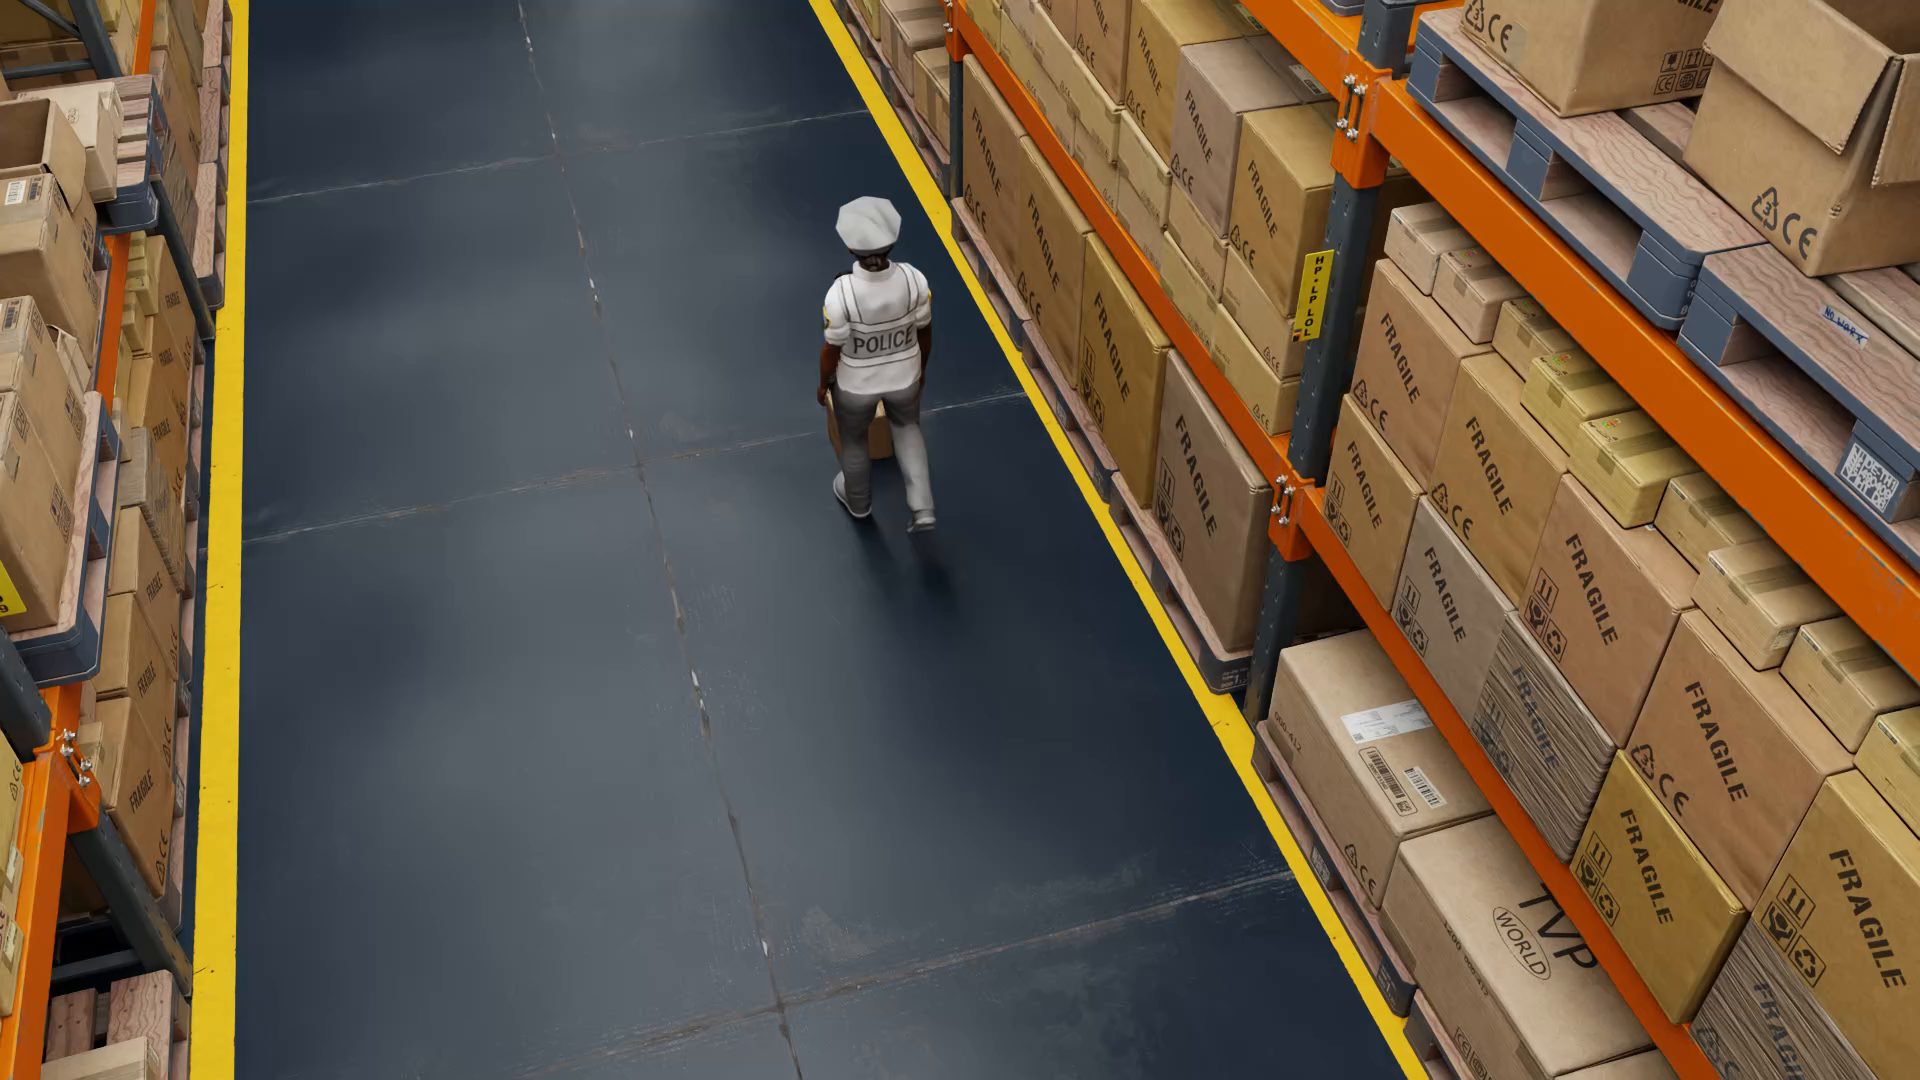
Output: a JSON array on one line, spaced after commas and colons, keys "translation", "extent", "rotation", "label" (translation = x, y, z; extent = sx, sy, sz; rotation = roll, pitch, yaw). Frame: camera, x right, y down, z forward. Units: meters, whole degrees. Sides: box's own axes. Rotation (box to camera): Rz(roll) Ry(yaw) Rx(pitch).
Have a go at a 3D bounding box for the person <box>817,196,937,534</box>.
[{"translation": [-0.358, -0.694, 6.881], "extent": [0.471, 1.660, 0.675], "rotation": [-14, 44, -15], "label": "person"}]
